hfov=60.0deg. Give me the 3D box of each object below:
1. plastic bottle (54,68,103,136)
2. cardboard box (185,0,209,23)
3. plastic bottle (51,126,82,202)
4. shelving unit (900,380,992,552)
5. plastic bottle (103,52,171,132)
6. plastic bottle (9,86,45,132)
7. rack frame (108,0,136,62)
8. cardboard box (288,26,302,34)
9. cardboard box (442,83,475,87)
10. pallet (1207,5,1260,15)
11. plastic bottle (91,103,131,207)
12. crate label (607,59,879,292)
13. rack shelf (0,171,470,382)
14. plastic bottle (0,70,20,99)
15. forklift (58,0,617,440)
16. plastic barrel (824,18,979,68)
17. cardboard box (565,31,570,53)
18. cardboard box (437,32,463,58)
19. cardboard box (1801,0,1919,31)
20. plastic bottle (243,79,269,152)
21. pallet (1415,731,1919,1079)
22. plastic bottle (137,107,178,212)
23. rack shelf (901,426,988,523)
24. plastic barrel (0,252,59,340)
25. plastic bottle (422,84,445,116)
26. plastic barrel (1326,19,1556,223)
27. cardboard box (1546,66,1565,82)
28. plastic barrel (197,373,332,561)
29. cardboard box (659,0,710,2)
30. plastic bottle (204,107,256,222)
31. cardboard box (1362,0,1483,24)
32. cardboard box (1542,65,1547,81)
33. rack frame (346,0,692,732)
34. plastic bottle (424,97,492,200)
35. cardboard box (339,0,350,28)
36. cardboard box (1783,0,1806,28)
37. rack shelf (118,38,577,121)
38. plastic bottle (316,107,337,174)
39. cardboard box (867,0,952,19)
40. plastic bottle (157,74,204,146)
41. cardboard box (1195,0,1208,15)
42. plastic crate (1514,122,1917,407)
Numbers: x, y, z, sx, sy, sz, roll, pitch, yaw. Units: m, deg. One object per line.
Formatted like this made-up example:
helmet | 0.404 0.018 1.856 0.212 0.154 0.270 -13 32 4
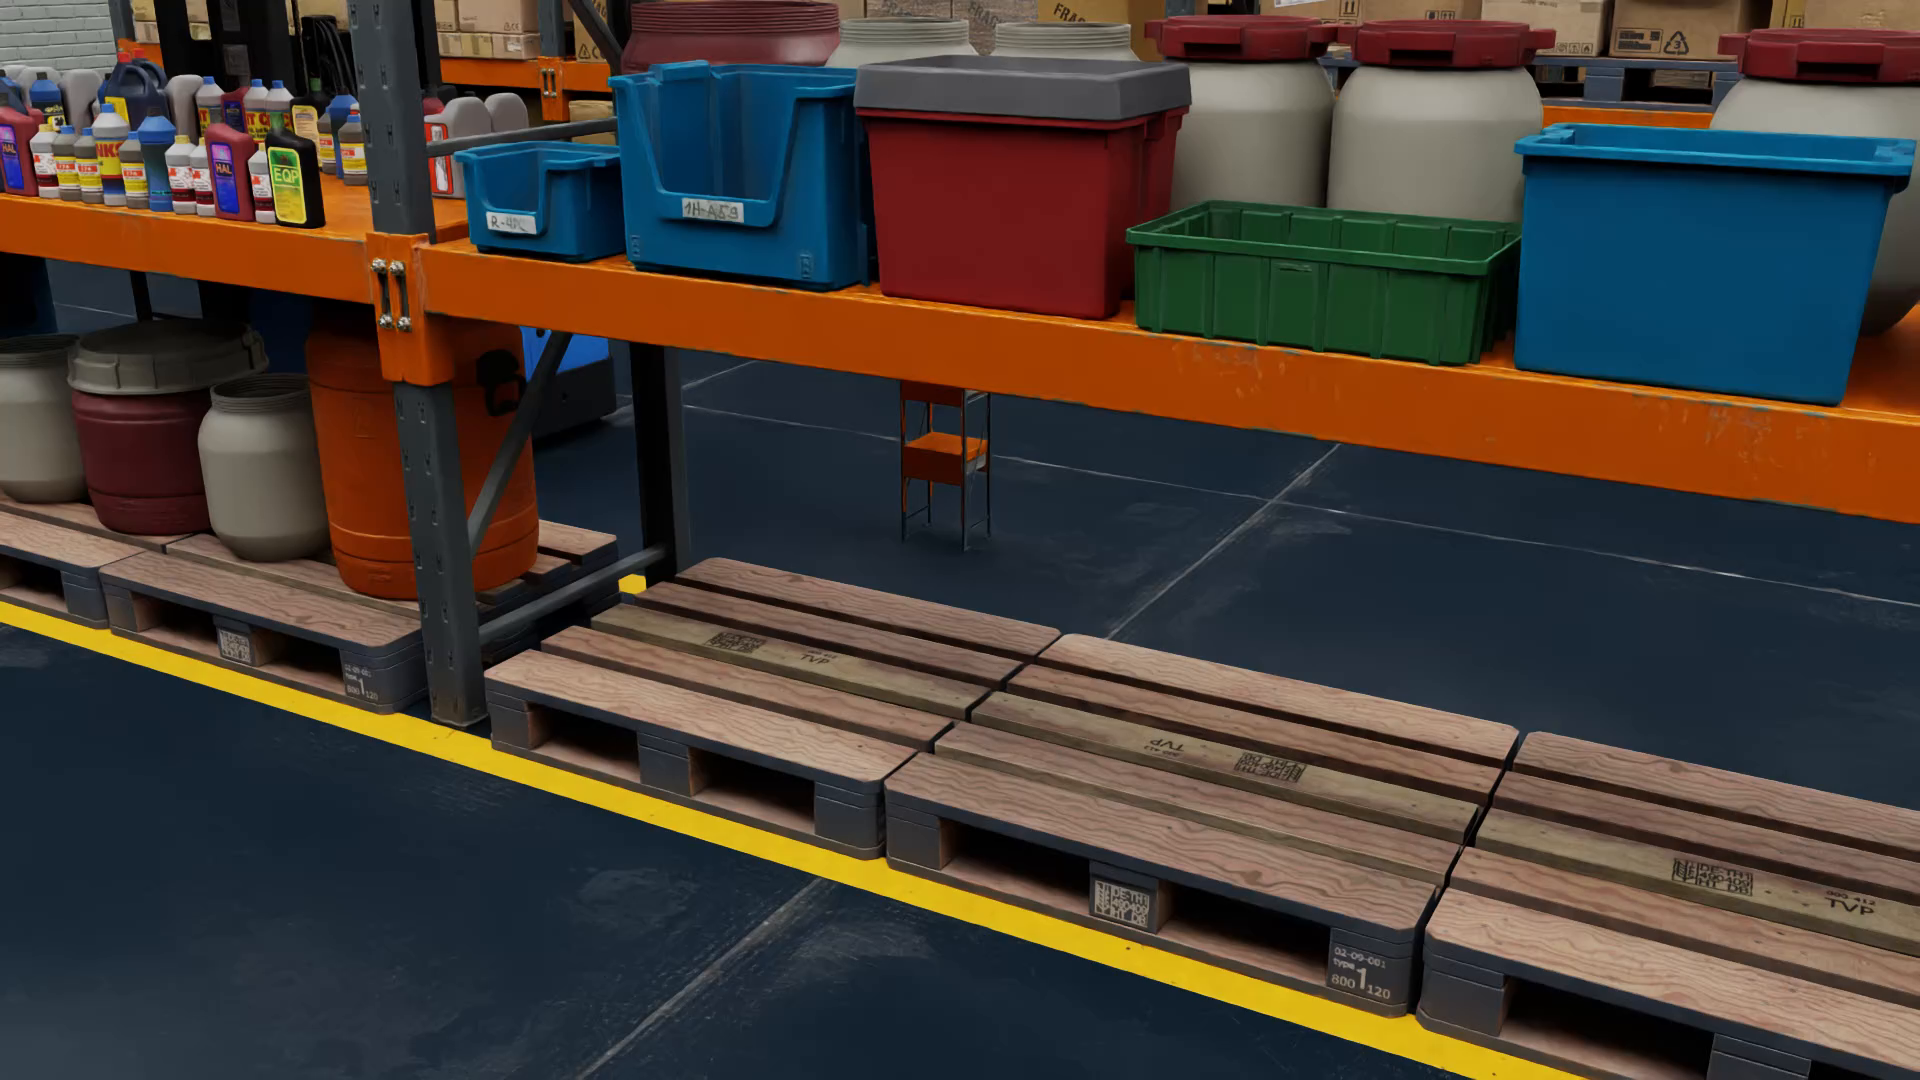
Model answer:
plastic bottle | -3.046 -1.488 5.751 0.135 0.276 0.152 11 23 27
cardboard box | -4.959 -3.686 11.411 0.500 0.250 0.500 10 22 27
plastic bottle | -2.499 -1.063 4.688 0.097 0.201 0.097 0 20 0
shelving unit | -0.047 -0.502 5.711 0.252 1.050 0.215 11 23 27
plastic bottle | -2.660 -1.392 5.376 0.185 0.351 0.144 11 23 27
plastic bottle | -2.785 -1.205 4.960 0.133 0.283 0.061 11 23 27
rack frame | -5.704 -3.861 12.110 0.127 3.000 1.000 11 23 27
cardboard box | -4.211 -3.330 11.015 0.250 0.149 0.380 10 22 26
cardboard box | -3.534 -2.678 11.348 0.875 0.875 0.875 11 23 27
pallet | 2.040 -4.217 13.374 1.213 0.211 1.003 11 23 27
plastic bottle | -2.329 -1.064 4.587 0.097 0.271 0.097 0 20 0
crate label | -0.400 -0.827 3.694 0.616 0.435 0.502 11 23 27
rack shelf | -2.881 -1.051 5.417 4.000 0.370 1.077 11 23 27
plastic bottle | -3.293 -1.484 5.747 0.097 0.271 0.097 0 20 0
forklift | -3.016 -1.995 7.067 3.031 2.935 1.130 12 23 29
plastic barrel | -0.133 -1.001 4.062 0.421 0.512 0.421 0 20 0
cardboard box | -2.537 -3.270 10.848 0.250 0.149 0.380 10 22 26
cardboard box | -3.086 -3.116 10.426 0.250 0.149 0.380 10 22 26
cardboard box | 4.147 -2.519 6.914 1.000 1.000 1.000 11 23 28
plastic bottle | -2.250 -1.345 5.363 0.097 0.271 0.097 0 20 0
pallet | 1.653 0.801 3.348 1.213 0.211 1.003 11 23 27
plastic bottle | -2.159 -1.031 4.498 0.097 0.271 0.097 0 20 0
rack shelf | -0.047 -0.231 5.809 0.240 0.259 0.215 11 23 27
plastic barrel | -3.542 -0.719 5.910 0.708 0.901 0.600 11 23 27
plastic bottle | -1.620 -1.238 5.049 0.133 0.283 0.061 11 23 27
plastic barrel | 0.988 -0.801 3.476 0.433 0.535 0.433 0 20 0
cardboard box | 7.625 -6.074 21.261 0.500 0.500 0.500 10 22 26
plastic barrel | -2.107 -0.228 5.126 0.421 0.512 0.421 0 20 0
cardboard box | -1.493 -3.009 9.614 0.500 0.500 0.500 11 23 27
plastic bottle | -1.898 -0.980 4.339 0.133 0.283 0.061 11 23 27
cardboard box | 2.308 -2.634 7.965 0.500 0.500 0.700 15 25 35
cardboard box | 5.551 -4.819 17.251 0.875 0.875 0.875 11 22 27
rack frame | -1.135 -1.056 4.378 0.127 3.000 1.000 11 23 27
plastic bottle | -1.429 -1.121 4.738 0.135 0.276 0.152 11 23 27
cardboard box | -3.624 -3.431 10.707 0.500 0.250 0.500 11 23 28
cardboard box | 5.811 -3.547 11.099 0.500 0.500 0.500 11 23 28
rack shelf | -3.958 -3.190 11.316 4.000 0.370 1.077 11 23 27
plastic bottle | -1.963 -1.257 5.224 0.097 0.201 0.097 0 20 0
cardboard box | -0.158 -2.756 8.917 0.500 0.500 0.500 10 22 26
plastic bottle | -2.566 -1.397 5.498 0.135 0.276 0.152 11 23 27
cardboard box | 0.989 -2.739 8.872 0.500 0.500 0.500 12 23 29
plastic crate | 1.242 -0.474 2.797 0.575 0.384 0.392 11 23 27
